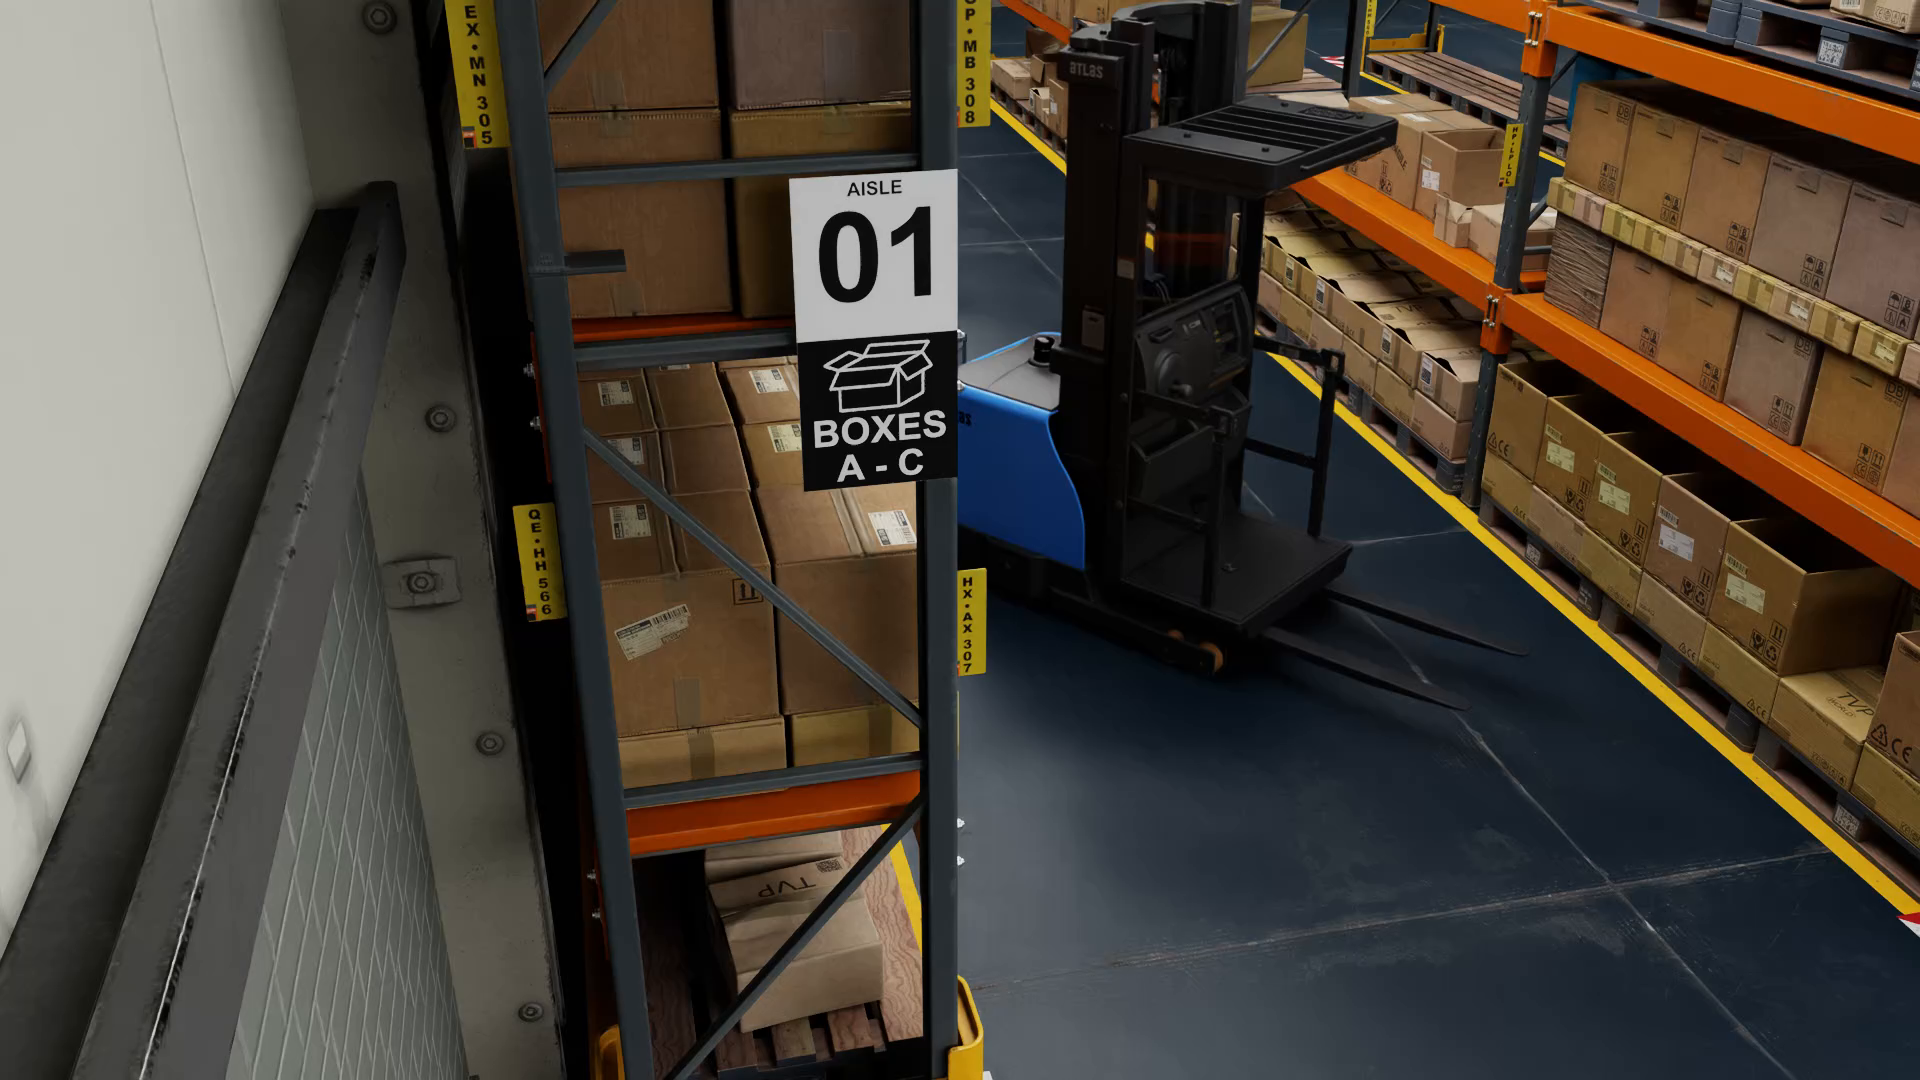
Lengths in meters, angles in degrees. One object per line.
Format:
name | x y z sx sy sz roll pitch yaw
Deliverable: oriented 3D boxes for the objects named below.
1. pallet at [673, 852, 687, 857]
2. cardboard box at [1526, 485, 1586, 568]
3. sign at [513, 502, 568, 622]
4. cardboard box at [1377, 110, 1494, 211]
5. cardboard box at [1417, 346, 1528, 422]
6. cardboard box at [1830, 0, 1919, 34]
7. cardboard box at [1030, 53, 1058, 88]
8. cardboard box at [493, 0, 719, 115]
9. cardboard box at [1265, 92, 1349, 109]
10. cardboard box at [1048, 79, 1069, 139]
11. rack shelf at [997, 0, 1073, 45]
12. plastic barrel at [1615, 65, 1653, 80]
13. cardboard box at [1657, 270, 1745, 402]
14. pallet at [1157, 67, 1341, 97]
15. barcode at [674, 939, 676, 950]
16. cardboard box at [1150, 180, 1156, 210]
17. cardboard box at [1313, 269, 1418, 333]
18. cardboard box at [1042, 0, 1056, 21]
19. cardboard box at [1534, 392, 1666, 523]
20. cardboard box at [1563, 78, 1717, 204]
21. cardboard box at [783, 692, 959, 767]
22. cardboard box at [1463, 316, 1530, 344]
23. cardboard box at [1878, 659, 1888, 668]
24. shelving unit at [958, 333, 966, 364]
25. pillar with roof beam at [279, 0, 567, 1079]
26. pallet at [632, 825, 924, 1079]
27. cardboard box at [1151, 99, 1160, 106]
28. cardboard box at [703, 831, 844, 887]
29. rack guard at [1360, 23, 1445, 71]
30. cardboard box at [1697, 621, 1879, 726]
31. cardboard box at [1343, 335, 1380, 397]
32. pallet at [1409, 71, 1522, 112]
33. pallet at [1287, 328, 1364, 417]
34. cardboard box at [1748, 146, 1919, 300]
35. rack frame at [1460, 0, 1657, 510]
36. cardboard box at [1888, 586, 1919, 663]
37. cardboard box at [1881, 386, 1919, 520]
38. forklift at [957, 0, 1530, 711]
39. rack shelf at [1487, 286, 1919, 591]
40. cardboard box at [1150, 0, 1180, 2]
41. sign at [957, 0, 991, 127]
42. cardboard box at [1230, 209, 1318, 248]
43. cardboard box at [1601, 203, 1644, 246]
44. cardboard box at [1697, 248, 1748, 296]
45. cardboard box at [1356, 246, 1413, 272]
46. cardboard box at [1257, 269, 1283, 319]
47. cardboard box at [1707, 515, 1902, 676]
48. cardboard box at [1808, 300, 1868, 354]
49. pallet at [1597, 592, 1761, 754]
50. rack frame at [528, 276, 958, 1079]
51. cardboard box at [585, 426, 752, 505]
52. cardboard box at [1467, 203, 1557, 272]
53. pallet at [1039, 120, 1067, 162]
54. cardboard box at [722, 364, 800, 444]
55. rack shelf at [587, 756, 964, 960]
pallet | -0.944 0.984 7.066 1.003 0.211 1.213 -6 27 -12
cardboard box | 3.334 -0.099 8.702 0.500 0.250 0.500 -6 27 -12
sign | -1.052 0.057 4.172 0.100 0.325 0.005 -6 27 -12
cardboard box | 3.029 -2.428 10.620 0.500 0.500 0.500 -6 27 -12
cardboard box | 3.047 -0.952 9.771 0.500 0.311 0.500 -6 27 -12
cardboard box | 3.677 -2.109 6.249 0.500 0.311 0.500 -3 27 -6
cardboard box | 1.186 -5.011 18.132 0.797 0.503 0.637 -6 27 -12
cardboard box | -0.858 -1.334 3.993 0.500 0.500 0.500 -5 27 -9
cardboard box | 2.555 -3.145 12.251 0.500 0.311 0.500 -4 27 -8
cardboard box | 1.210 -4.407 16.938 0.500 0.500 0.500 -6 27 -12
rack shelf | 1.164 -5.662 17.937 1.077 0.370 4.000 -6 27 -12
plastic barrel | 6.707 -4.306 16.315 0.600 0.901 0.708 -6 27 -12
cardboard box | 3.758 -0.992 7.776 0.700 0.500 0.500 -6 27 -11
pallet | 2.295 -3.554 13.175 1.213 0.211 1.003 -6 27 -12
barcode | -0.969 1.387 5.658 0.001 0.075 0.075 -6 27 -12
cardboard box | 1.960 -3.044 14.237 0.500 0.500 0.500 -7 28 -13
cardboard box | 2.704 -1.620 11.094 0.500 0.311 0.500 -6 27 -12
cardboard box | 1.134 -5.569 16.844 0.500 0.500 0.500 -5 27 -10
cardboard box | 3.337 -0.434 8.534 0.500 0.500 0.500 -6 27 -12
cardboard box | 3.524 -2.023 8.378 0.700 0.500 0.500 -6 27 -11
cardboard box | -0.307 0.479 5.116 0.500 0.250 0.500 -7 28 -13
cardboard box | 3.459 -1.231 10.322 0.500 0.311 0.500 -6 27 -12
cardboard box | 4.186 0.506 7.504 0.500 0.250 0.500 -6 27 -12
shelving unit | -0.115 -0.560 9.026 0.258 1.200 0.189 -14 30 -25
pillar with roof beam | 2.687 -2.667 4.548 9.100 9.000 0.400 -6 27 -12
pallet | -0.672 1.519 6.007 1.003 0.211 1.213 -6 27 -12
cardboard box | 1.712 -3.844 14.991 0.500 0.250 0.500 -6 27 -11
cardboard box | -0.703 1.108 6.221 0.500 0.311 0.500 -4 27 -7
rack guard | 5.522 -6.256 21.089 1.175 0.500 0.348 -6 27 -12
cardboard box | 3.671 0.560 7.397 0.500 0.250 0.500 -6 27 -12
cardboard box | 2.814 -1.153 10.790 0.500 0.250 0.500 -5 27 -10
pallet | 5.959 -5.217 19.352 1.003 0.211 1.213 -6 27 -12
pallet | 2.935 -1.204 11.402 1.003 0.211 1.213 -6 27 -12
cardboard box | 3.863 -1.362 7.068 0.700 0.500 0.500 -6 27 -12
rack frame | 3.417 -1.593 9.078 1.000 3.000 0.127 -6 27 -12
cardboard box | 4.300 0.391 6.900 0.500 0.500 0.500 -6 27 -12
cardboard box | 4.103 -0.318 6.440 0.700 0.500 0.500 -5 27 -10
forklift | 1.285 -0.921 7.823 3.031 2.935 1.130 21 34 36
rack shelf | 3.868 -0.394 7.500 1.077 0.370 4.000 -6 27 -12
cardboard box | 2.073 -4.568 14.394 0.700 0.500 0.500 -13 30 -25
sign | 0.022 -1.117 3.835 0.100 0.325 0.005 -6 27 -12
cardboard box | 2.348 -2.300 12.441 0.500 0.311 0.500 -5 27 -10
cardboard box | 3.406 -1.566 8.194 0.380 0.149 0.250 -7 28 -13
cardboard box | 3.584 -1.224 7.516 0.380 0.149 0.250 -7 28 -13
cardboard box | 3.108 -1.905 11.659 0.500 0.311 0.500 -6 27 -12
cardboard box | 2.462 -1.829 12.130 0.500 0.250 0.500 -7 28 -13
cardboard box | 3.668 0.225 7.228 0.500 0.500 0.500 -6 27 -12
cardboard box | 3.754 -0.888 6.850 0.380 0.149 0.250 -5 27 -10
pallet | 3.834 0.542 7.942 1.003 0.211 1.213 -6 27 -12
rack frame | -0.507 0.667 4.599 1.000 3.000 0.127 -6 27 -12
cardboard box | -0.924 -0.017 5.266 0.500 0.500 0.500 -6 27 -11
cardboard box | 3.264 -1.738 9.531 0.500 0.250 0.500 -4 27 -8
pallet | 1.461 -4.162 17.262 1.003 0.211 1.213 -6 27 -12
cardboard box | -0.533 -0.295 5.817 0.500 0.500 0.500 -7 28 -13
rack shelf | -0.957 0.111 6.500 1.077 0.370 4.000 -6 27 -12
